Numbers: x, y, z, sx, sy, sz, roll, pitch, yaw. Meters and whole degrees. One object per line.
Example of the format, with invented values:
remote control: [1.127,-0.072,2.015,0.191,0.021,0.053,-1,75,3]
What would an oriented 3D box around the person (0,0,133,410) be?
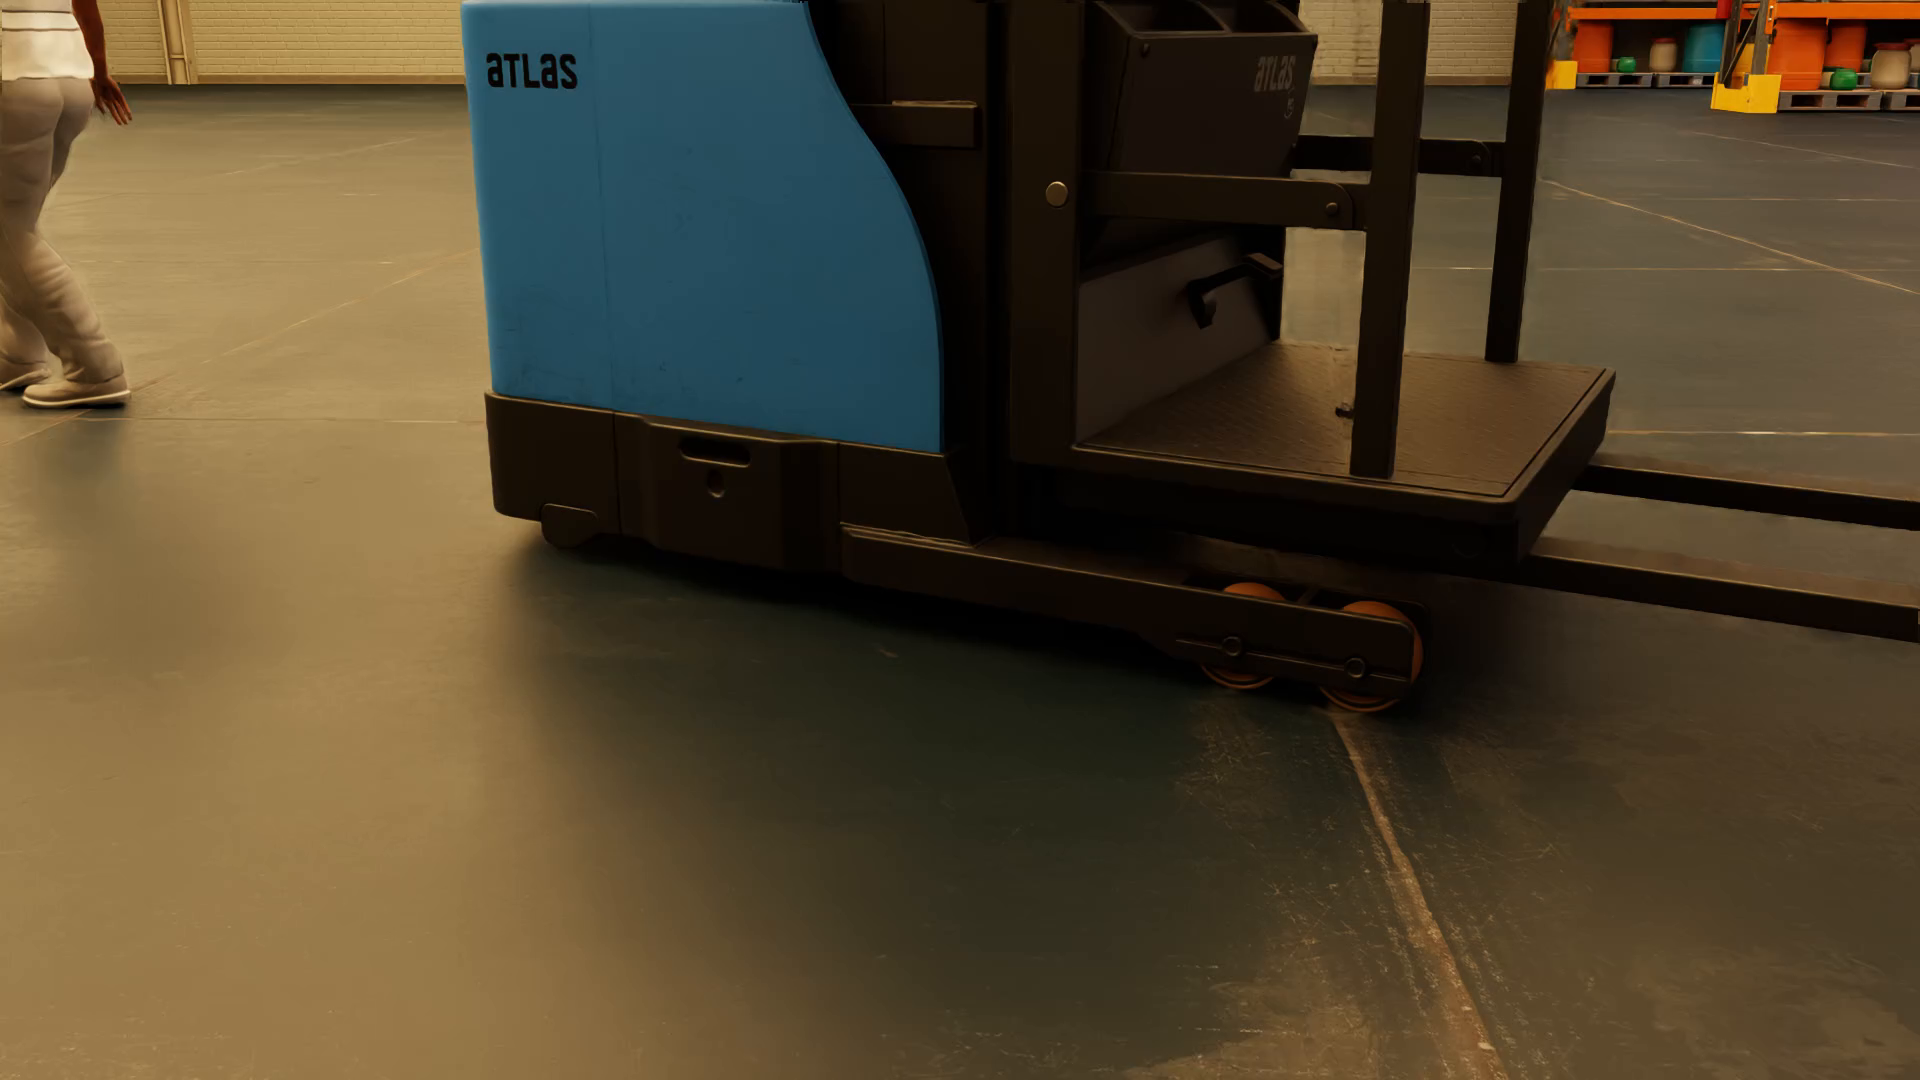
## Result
person: [-2.575,-1.155,4.423,0.614,1.681,0.915,1,17,4]

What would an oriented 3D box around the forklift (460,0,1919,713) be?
forklift: [0.607,-1.317,2.672,3.031,2.935,1.130,9,19,27]
